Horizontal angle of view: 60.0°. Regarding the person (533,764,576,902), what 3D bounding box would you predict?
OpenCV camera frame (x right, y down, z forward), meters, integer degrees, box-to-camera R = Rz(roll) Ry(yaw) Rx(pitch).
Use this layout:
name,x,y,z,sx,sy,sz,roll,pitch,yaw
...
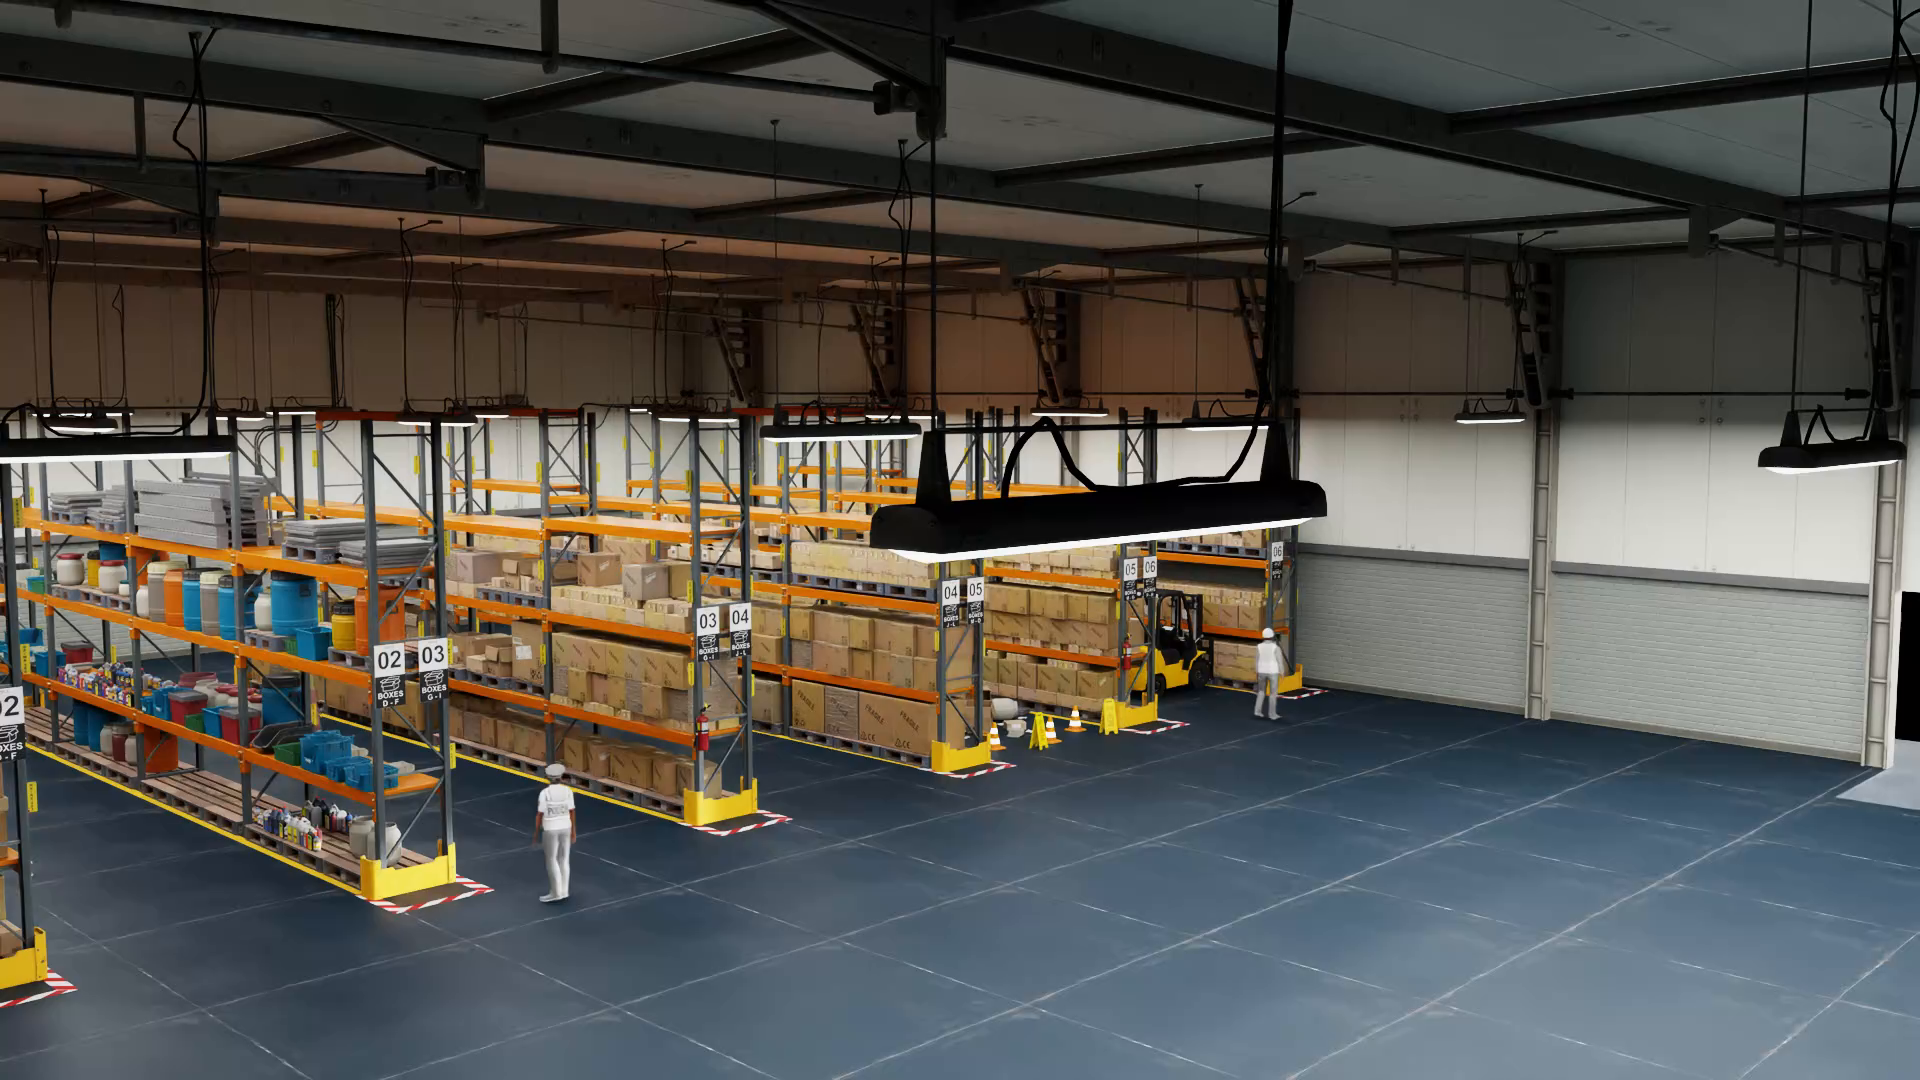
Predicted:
name,x,y,z,sx,sy,sz,roll,pitch,yaw
person,-5.057,3.653,20.784,0.503,1.703,0.375,-3,6,-32

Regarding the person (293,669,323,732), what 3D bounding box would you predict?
name,x,y,z,sx,sy,sz,roll,pitch,yaw
person,-12.067,2.791,30.639,0.409,1.615,0.997,-4,7,-41

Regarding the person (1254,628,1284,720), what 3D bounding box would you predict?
name,x,y,z,sx,sy,sz,roll,pitch,yaw
person,6.033,2.600,32.298,0.589,1.802,0.396,4,6,35
